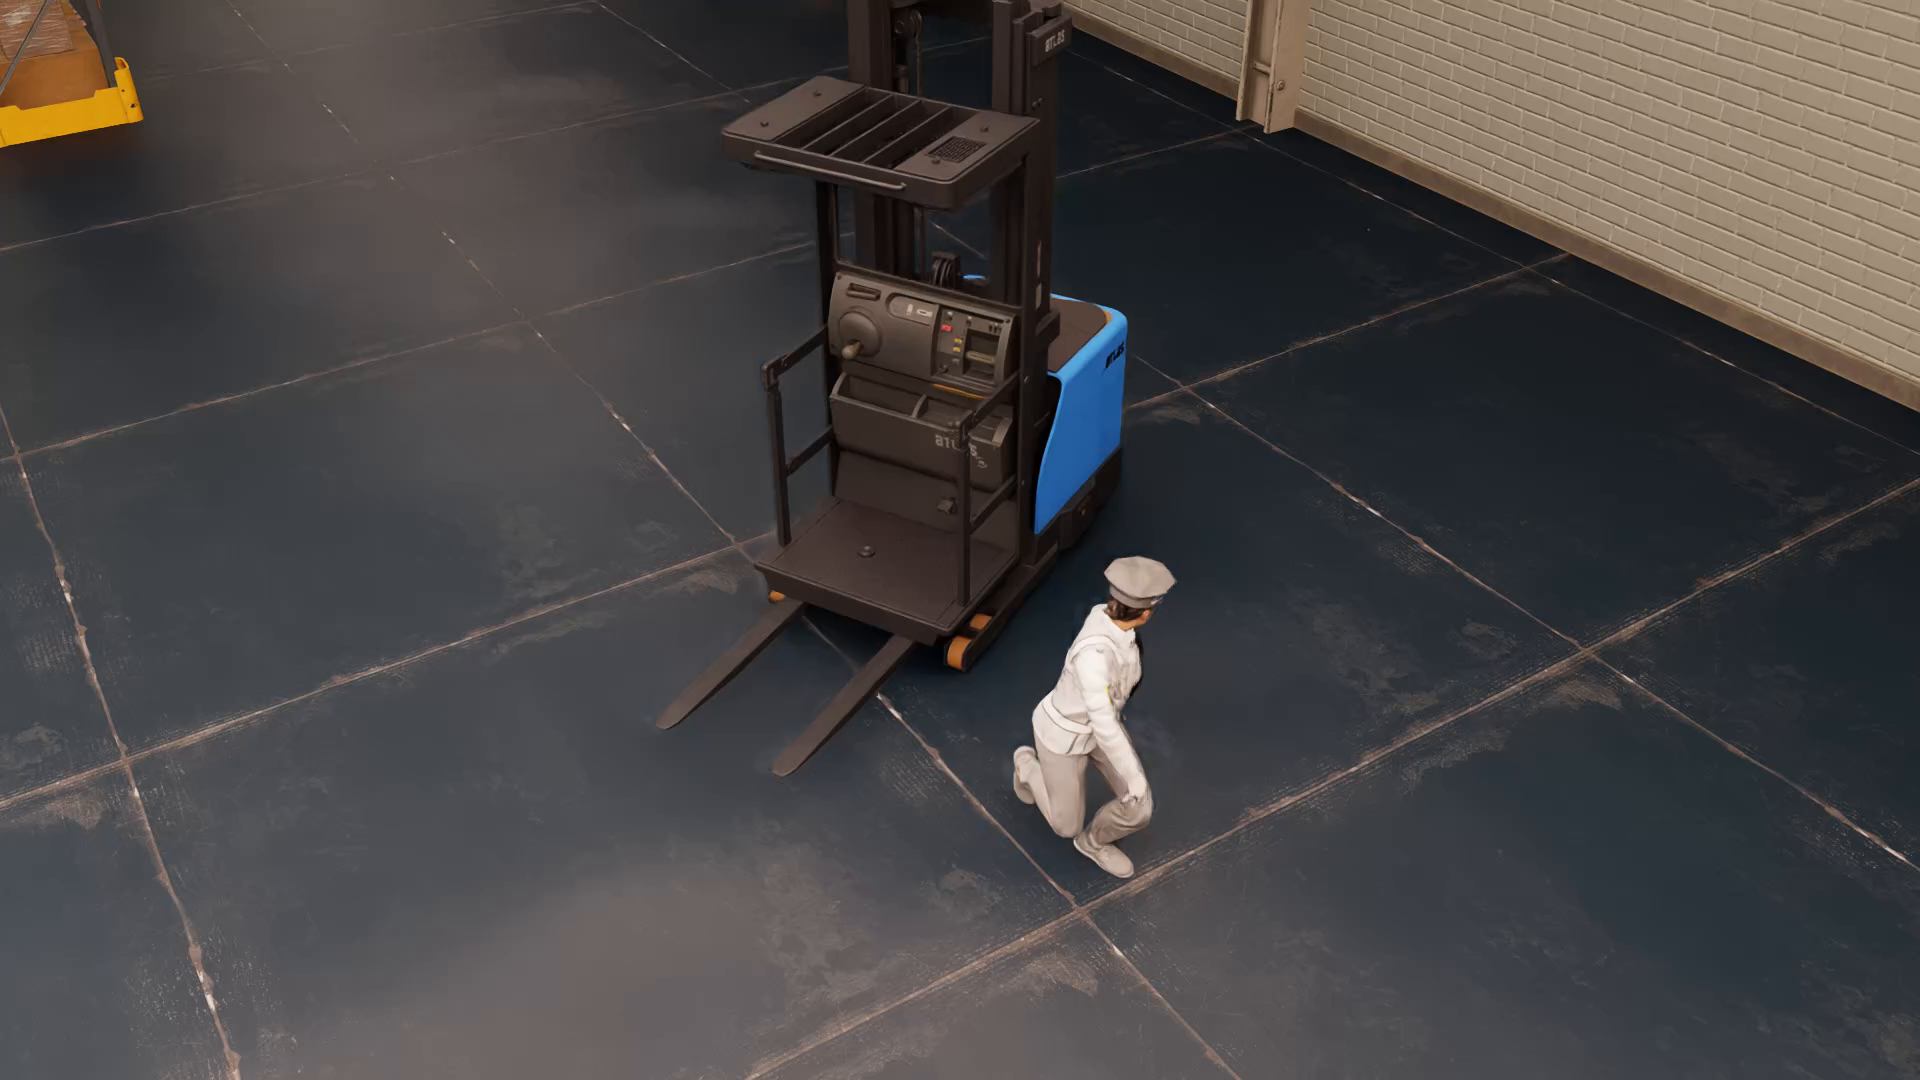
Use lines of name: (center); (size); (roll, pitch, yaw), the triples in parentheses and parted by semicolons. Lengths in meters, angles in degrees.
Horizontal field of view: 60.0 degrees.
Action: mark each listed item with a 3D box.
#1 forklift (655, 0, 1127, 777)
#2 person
forklift: (-0.288, -0.885, 7.407); (1.130, 2.935, 3.031); (18, 39, 24)
person: (0.529, 0.669, 6.520); (0.756, 1.449, 0.583); (28, 44, 34)
